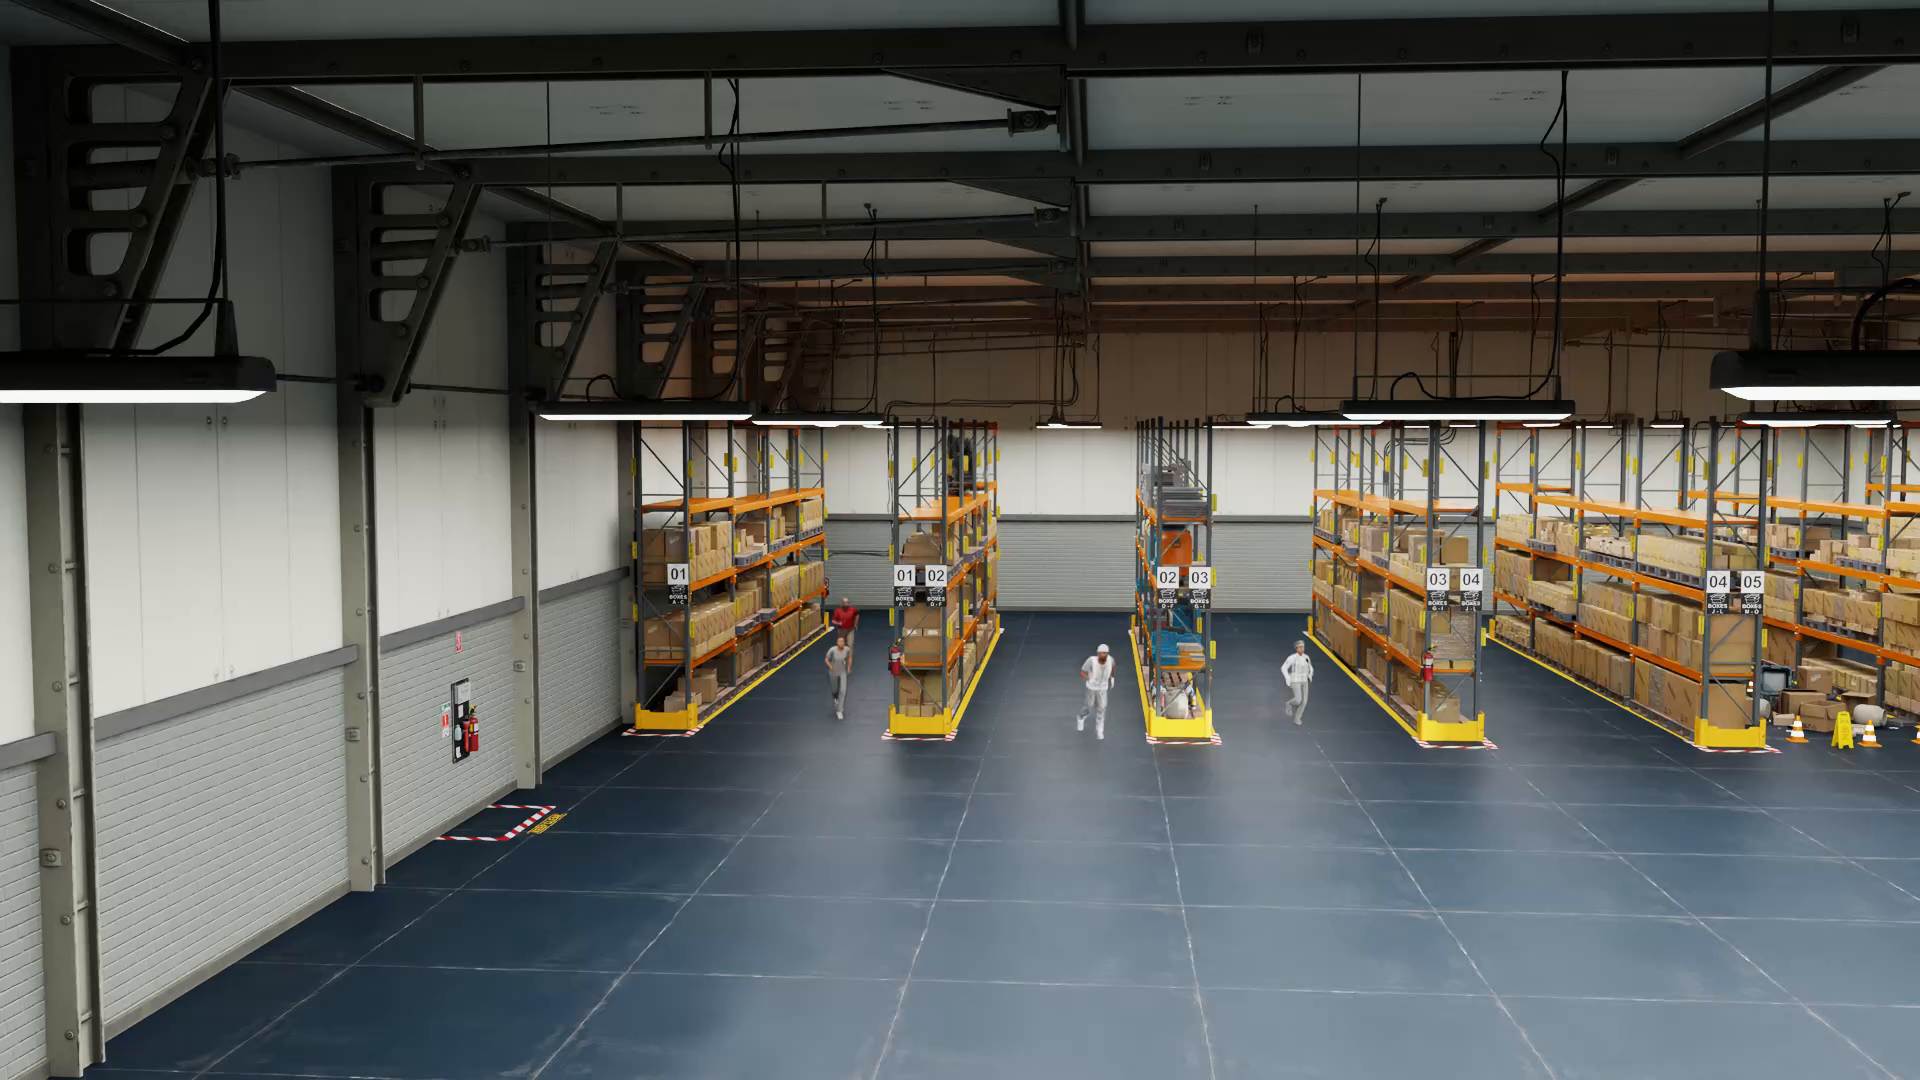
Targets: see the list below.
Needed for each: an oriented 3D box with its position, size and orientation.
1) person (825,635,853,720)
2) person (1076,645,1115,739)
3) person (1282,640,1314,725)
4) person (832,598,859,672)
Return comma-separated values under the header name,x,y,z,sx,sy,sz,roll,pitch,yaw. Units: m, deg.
name,x,y,z,sx,sy,sz,roll,pitch,yaw
person,-2.444,2.724,33.552,0.564,1.658,1.059,-1,4,-9
person,2.587,2.802,31.280,0.740,1.728,1.035,-1,4,-19
person,6.649,2.780,32.573,0.629,1.652,0.555,-1,4,-15
person,-2.745,2.264,39.981,0.664,1.760,0.966,0,4,-7
